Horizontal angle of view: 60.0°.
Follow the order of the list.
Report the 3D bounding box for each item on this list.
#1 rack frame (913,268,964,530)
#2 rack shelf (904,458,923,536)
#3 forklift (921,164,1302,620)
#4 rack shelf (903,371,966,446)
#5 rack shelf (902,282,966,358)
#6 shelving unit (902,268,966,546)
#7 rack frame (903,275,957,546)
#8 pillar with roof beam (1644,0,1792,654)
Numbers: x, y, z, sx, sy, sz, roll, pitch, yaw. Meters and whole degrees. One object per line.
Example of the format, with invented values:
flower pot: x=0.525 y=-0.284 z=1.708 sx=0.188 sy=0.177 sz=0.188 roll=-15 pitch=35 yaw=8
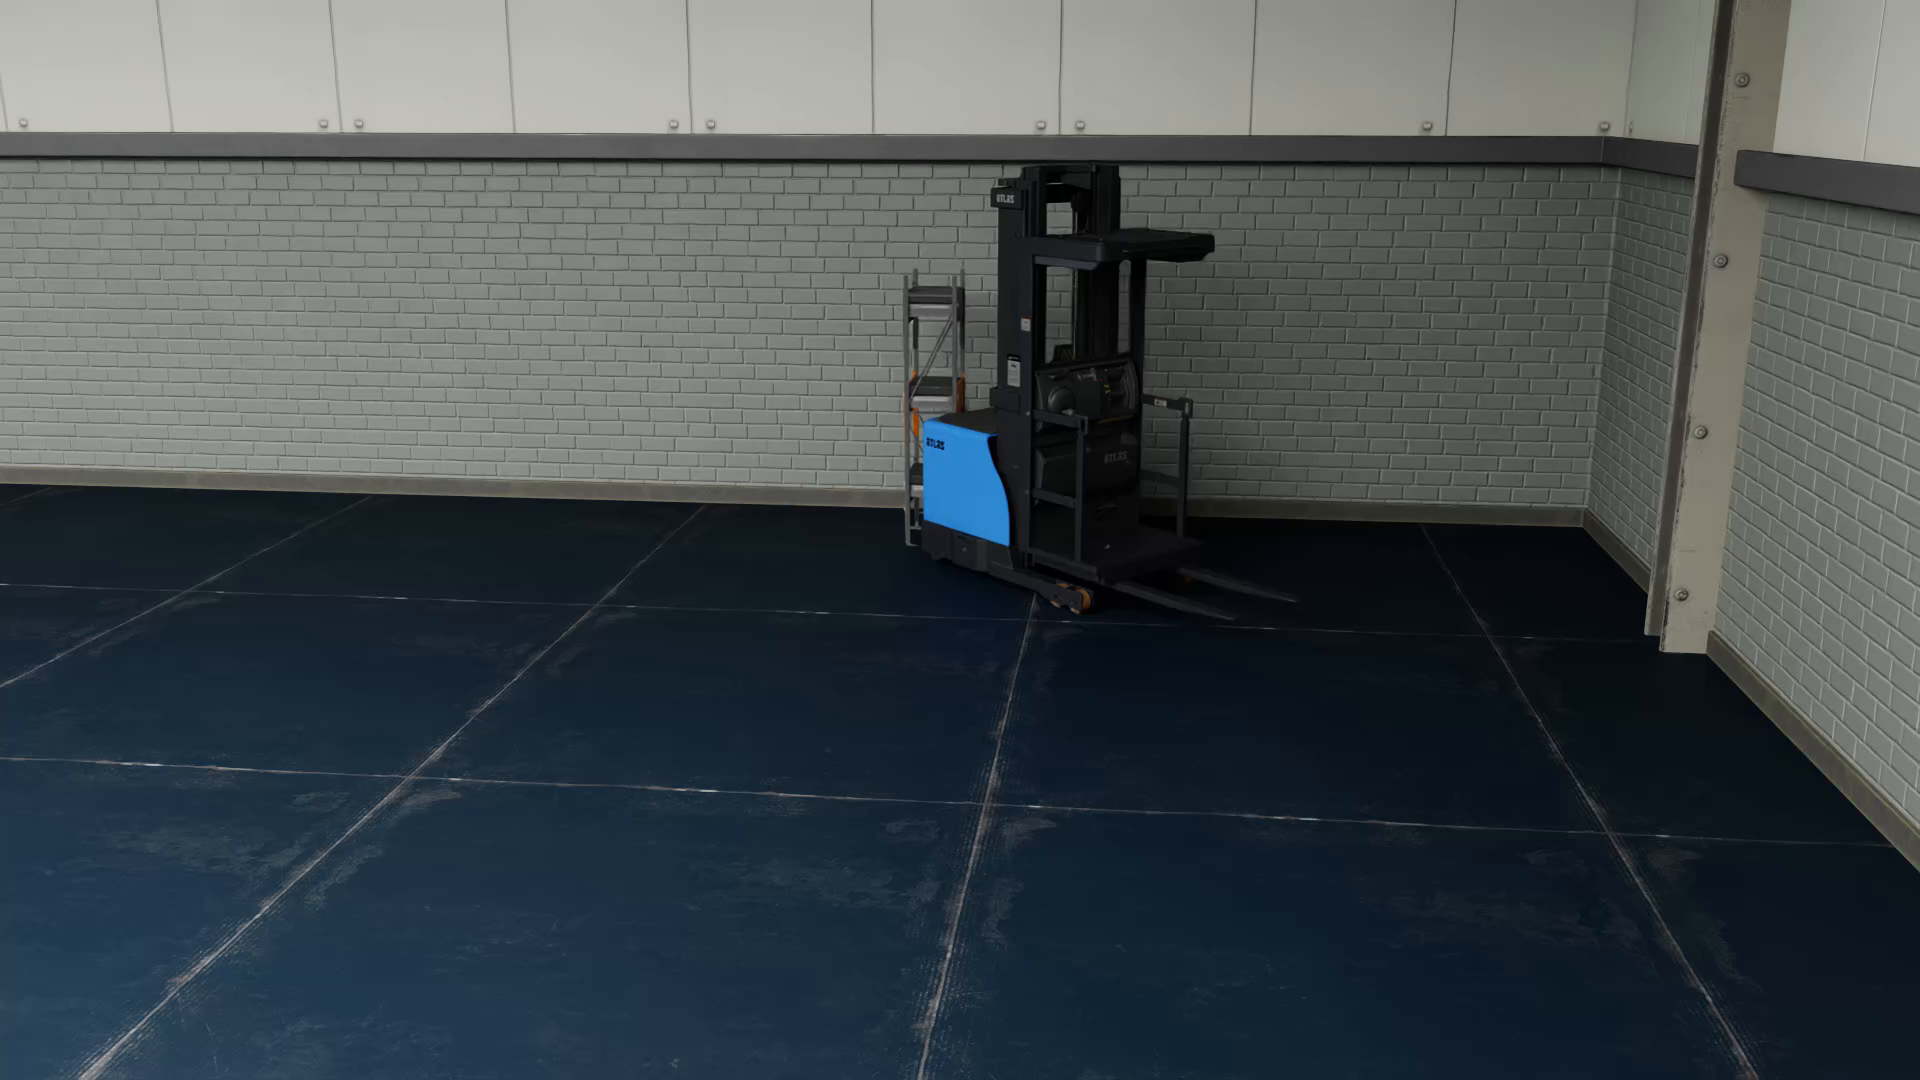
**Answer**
rack frame: x=-0.165 y=-1.092 z=13.177 sx=0.400 sy=2.100 sz=0.015 roll=2 pitch=15 yaw=7
rack shelf: x=-0.194 y=-0.340 z=13.130 sx=0.431 sy=0.518 sz=0.480 roll=2 pitch=15 yaw=7
forklift: x=1.025 y=-1.061 z=11.471 sx=1.130 sy=2.935 sz=3.031 roll=-12 pitch=19 yaw=-37
rack shelf: x=-0.194 y=-1.015 z=12.947 sx=0.431 sy=0.518 sz=0.480 roll=2 pitch=15 yaw=7
rack shelf: x=-0.194 y=-1.691 z=12.764 sx=0.431 sy=0.518 sz=0.480 roll=2 pitch=15 yaw=7
shelving unit: x=-0.194 y=-1.029 z=12.944 sx=0.431 sy=2.100 sz=0.503 roll=2 pitch=15 yaw=7
rack frame: x=-0.224 y=-0.965 z=12.710 sx=0.400 sy=2.100 sz=0.015 roll=2 pitch=15 yaw=7
pillar with roof beam: x=0.342 y=-3.808 z=10.007 sx=9.100 sy=9.000 sz=0.400 roll=2 pitch=15 yaw=6
